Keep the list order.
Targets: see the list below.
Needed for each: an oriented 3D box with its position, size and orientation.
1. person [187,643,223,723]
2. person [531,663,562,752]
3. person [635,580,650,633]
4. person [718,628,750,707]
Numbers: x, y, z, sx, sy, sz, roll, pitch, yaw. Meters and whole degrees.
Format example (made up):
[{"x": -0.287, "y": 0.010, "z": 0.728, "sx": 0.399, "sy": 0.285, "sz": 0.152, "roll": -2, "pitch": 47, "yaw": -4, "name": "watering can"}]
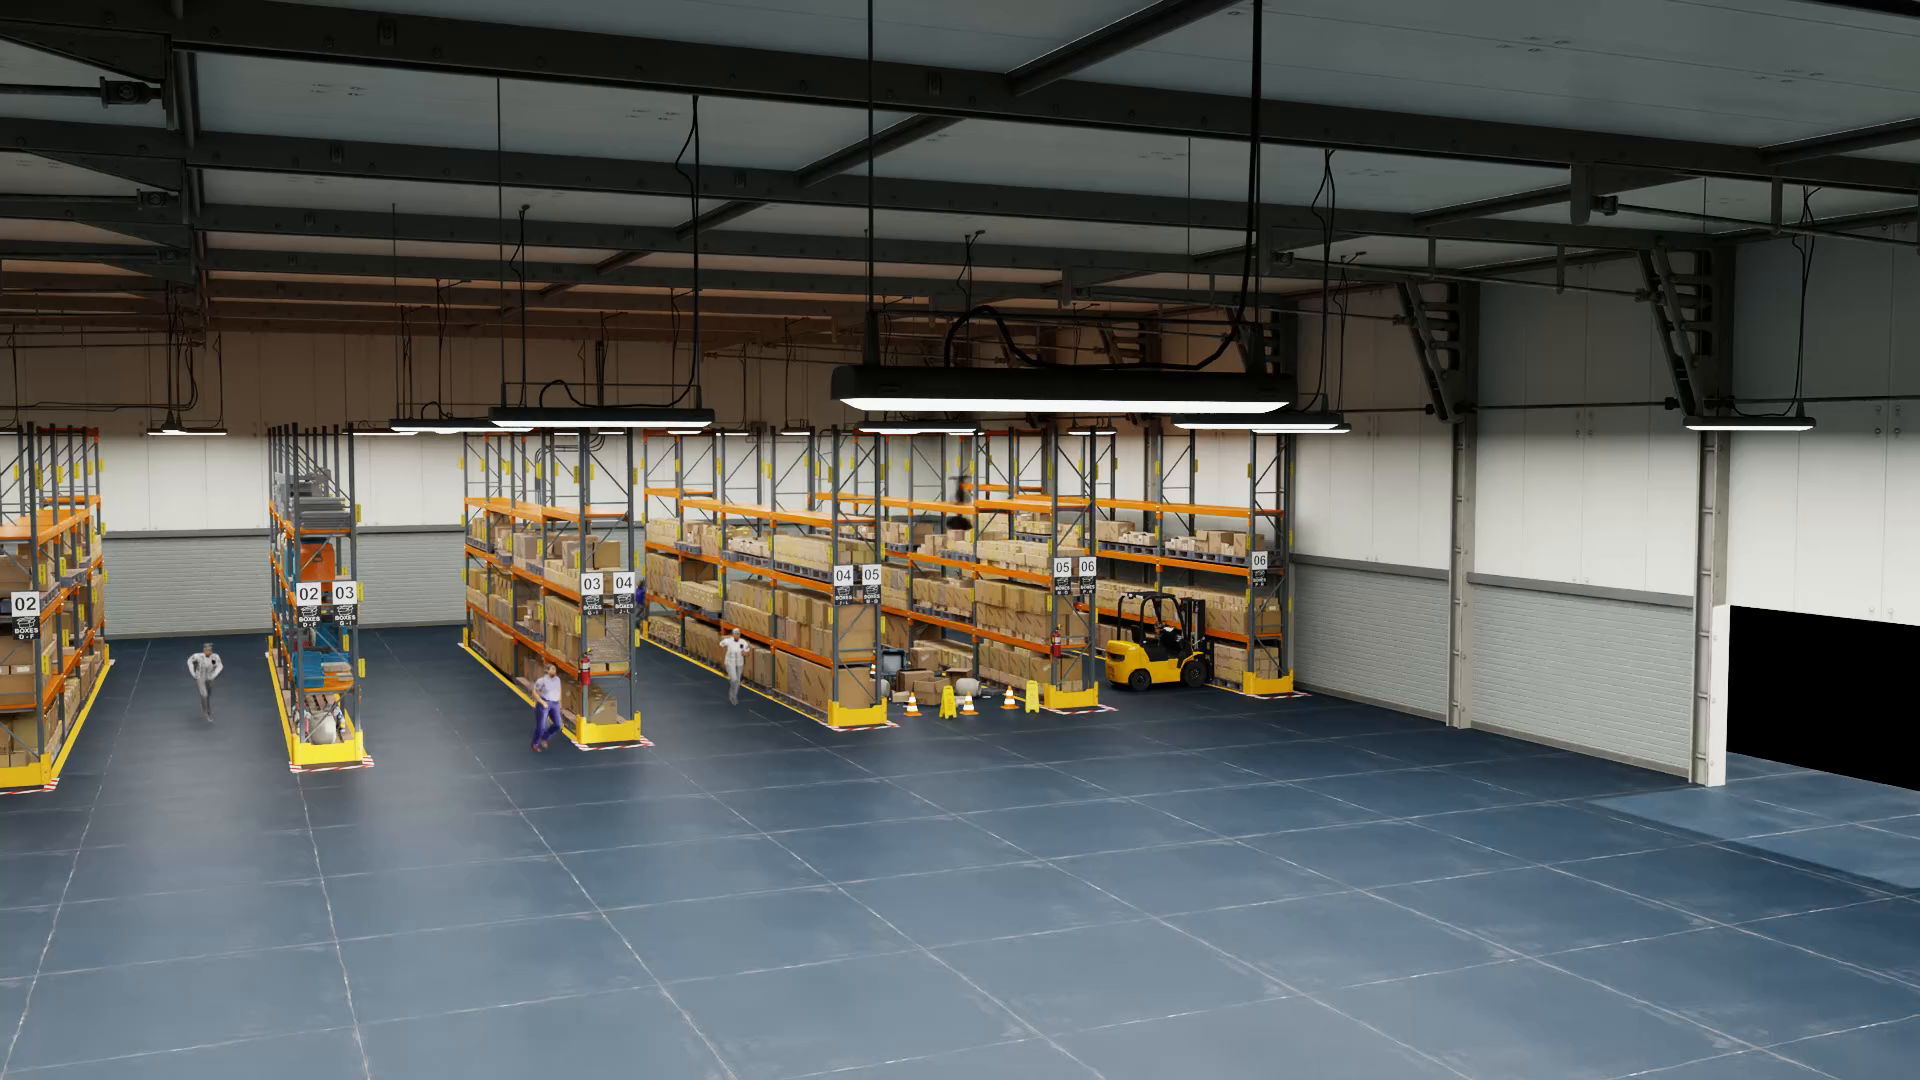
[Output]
[{"x": -15.390, "y": 2.881, "z": 33.891, "sx": 0.655, "sy": 1.625, "sz": 0.980, "roll": -2, "pitch": 4, "yaw": -31, "name": "person"}, {"x": -7.527, "y": 3.064, "z": 30.537, "sx": 0.666, "sy": 1.593, "sz": 0.548, "roll": -3, "pitch": 5, "yaw": -44, "name": "person"}, {"x": -9.385, "y": 1.955, "z": 48.549, "sx": 0.589, "sy": 1.603, "sz": 0.638, "roll": -3, "pitch": 5, "yaw": -43, "name": "person"}, {"x": -4.851, "y": 2.721, "z": 35.723, "sx": 0.628, "sy": 1.686, "sz": 0.813, "roll": -1, "pitch": 4, "yaw": -22, "name": "person"}]
